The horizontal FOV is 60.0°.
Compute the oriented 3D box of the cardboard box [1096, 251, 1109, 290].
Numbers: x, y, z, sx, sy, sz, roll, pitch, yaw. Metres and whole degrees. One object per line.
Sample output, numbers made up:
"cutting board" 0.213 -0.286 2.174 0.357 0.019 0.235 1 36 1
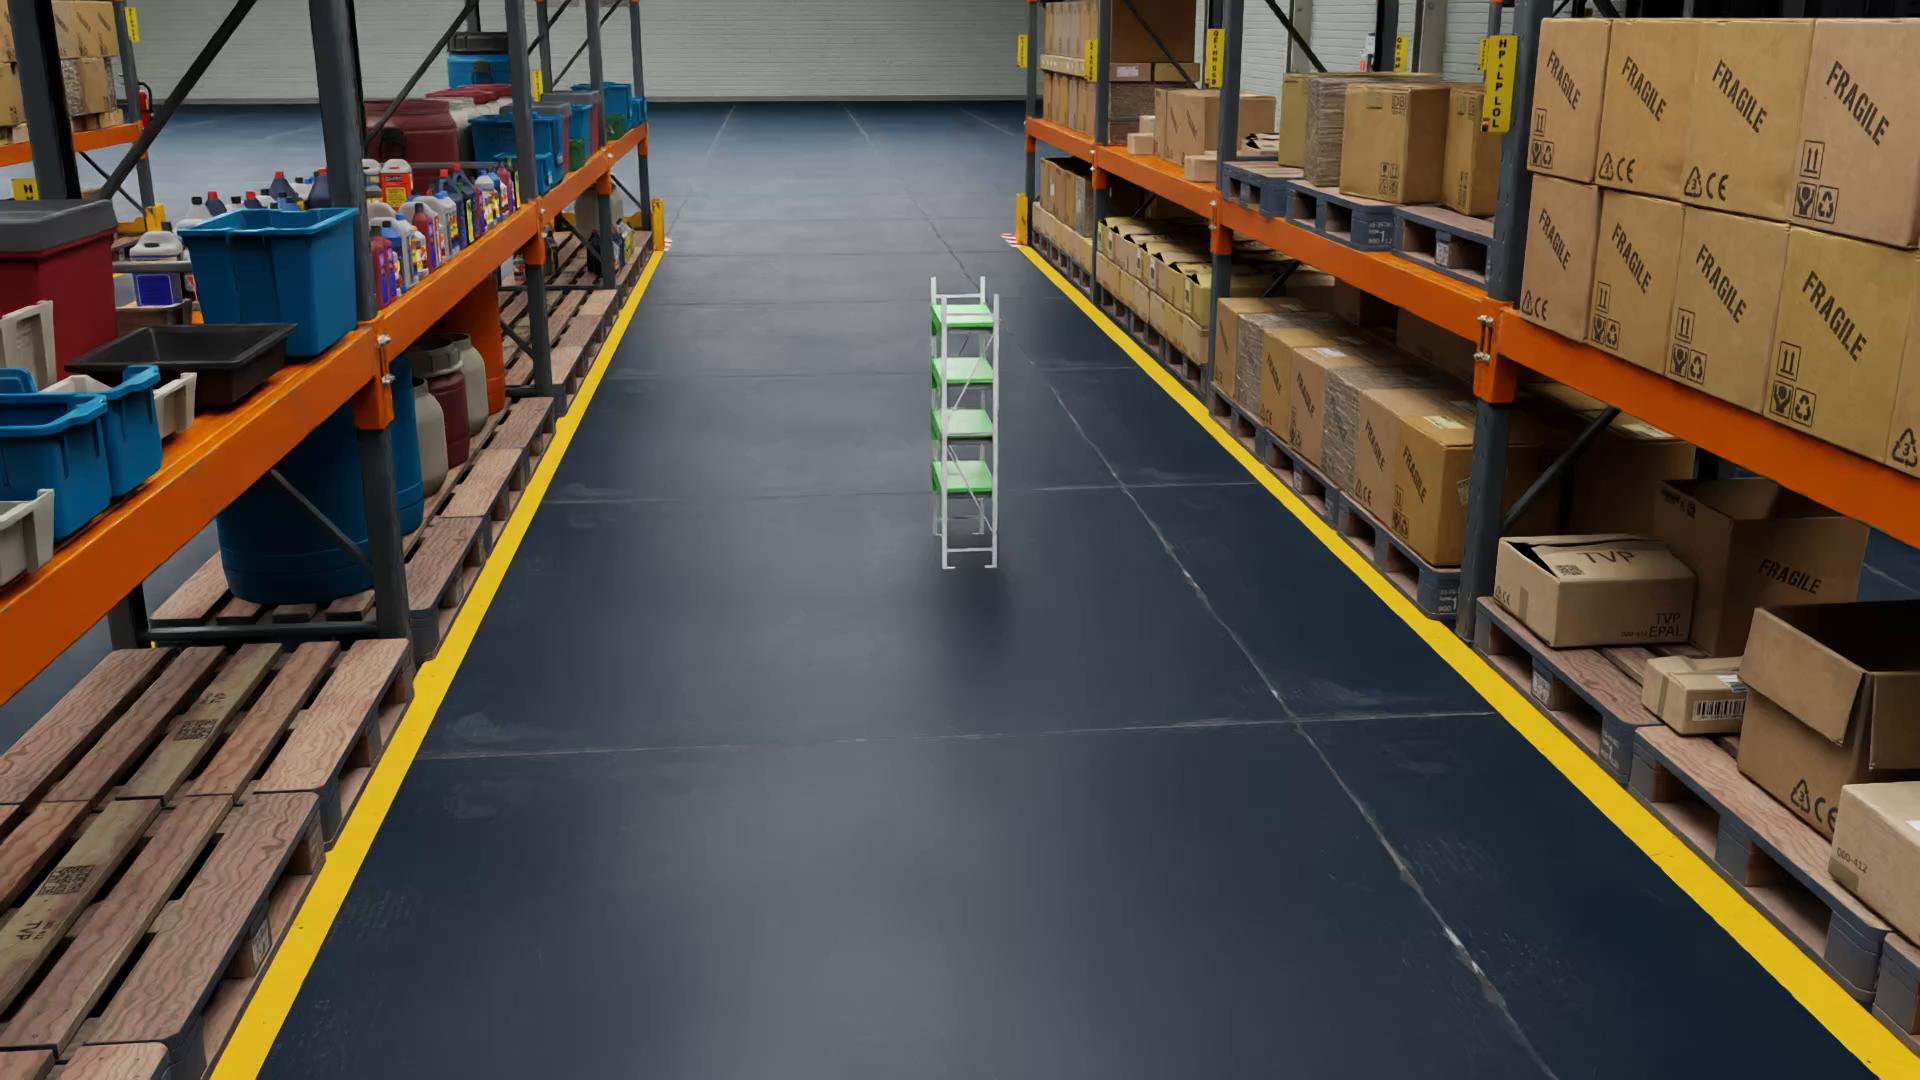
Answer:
"cardboard box" 1.407 -2.203 13.577 0.500 0.250 0.500 -2 18 -7

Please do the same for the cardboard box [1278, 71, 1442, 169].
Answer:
"cardboard box" 2.201 -2.315 9.175 0.700 0.500 0.500 -8 19 -24

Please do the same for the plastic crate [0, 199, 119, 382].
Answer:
"plastic crate" -2.648 -0.693 4.669 0.402 0.464 0.583 -2 18 -6

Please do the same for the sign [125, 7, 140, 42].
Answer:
"sign" -8.100 -5.044 16.275 0.100 0.325 0.005 -2 18 -6

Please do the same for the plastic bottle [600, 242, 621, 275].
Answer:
"plastic bottle" -2.973 -2.405 14.143 0.152 0.276 0.135 -1 17 -4

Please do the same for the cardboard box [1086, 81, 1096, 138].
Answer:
"cardboard box" 1.499 -3.779 14.541 0.700 0.500 0.500 -2 18 -6

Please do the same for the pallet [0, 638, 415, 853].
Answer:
"pallet" -2.376 0.641 5.283 1.003 0.211 1.213 -2 18 -6

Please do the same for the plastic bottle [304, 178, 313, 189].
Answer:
"plastic bottle" -3.100 -1.588 7.943 0.097 0.271 0.097 0 17 0

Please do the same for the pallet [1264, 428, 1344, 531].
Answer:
"pallet" 2.186 -0.334 8.390 1.003 0.211 1.213 -2 18 -6

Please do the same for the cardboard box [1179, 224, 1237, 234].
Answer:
"cardboard box" 1.999 -2.332 13.051 0.500 0.311 0.500 -1 17 -4

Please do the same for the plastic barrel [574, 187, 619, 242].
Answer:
"plastic barrel" -3.532 -3.153 16.164 0.421 0.512 0.421 0 17 0

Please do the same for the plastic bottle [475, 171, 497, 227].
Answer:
"plastic bottle" -2.379 -1.711 8.333 0.097 0.271 0.097 0 17 0

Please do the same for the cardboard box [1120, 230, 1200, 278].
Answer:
"cardboard box" 1.508 -2.165 12.517 0.500 0.311 0.500 -2 18 -7

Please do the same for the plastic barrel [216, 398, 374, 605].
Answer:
"plastic barrel" -2.530 -0.269 6.329 0.600 0.901 0.708 -2 18 -6

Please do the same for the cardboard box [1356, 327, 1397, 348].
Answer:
"cardboard box" 2.407 -0.843 8.792 0.500 0.500 0.500 -2 18 -8

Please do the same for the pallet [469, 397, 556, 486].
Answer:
"pallet" -2.780 -0.535 9.029 1.003 0.211 1.213 -2 18 -6

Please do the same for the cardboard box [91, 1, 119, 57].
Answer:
"cardboard box" -8.352 -4.840 15.753 0.500 0.500 0.500 -2 18 -6

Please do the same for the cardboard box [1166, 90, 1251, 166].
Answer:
"cardboard box" 1.781 -2.955 11.915 0.500 0.500 0.500 -2 18 -6

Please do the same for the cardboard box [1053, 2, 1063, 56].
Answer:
"cardboard box" 1.300 -4.989 16.229 0.700 0.500 0.500 -2 18 -7

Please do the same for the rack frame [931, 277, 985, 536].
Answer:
"rack frame" -0.008 -0.596 7.572 0.240 1.200 0.015 -2 18 -6

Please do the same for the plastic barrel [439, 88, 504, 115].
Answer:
"plastic barrel" -3.359 -2.845 11.505 0.433 0.535 0.433 0 17 0

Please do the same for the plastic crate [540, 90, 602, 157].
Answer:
"plastic crate" -2.961 -3.187 12.712 0.402 0.464 0.583 -2 18 -6

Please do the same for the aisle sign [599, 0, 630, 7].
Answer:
"aisle sign" -3.440 -5.754 16.656 0.394 0.787 0.004 -2 18 -6

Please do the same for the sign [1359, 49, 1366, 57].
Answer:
"sign" 6.260 -7.568 25.831 0.001 0.109 0.331 -2 18 -6

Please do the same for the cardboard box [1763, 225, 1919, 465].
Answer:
"cardboard box" 2.378 -0.494 4.075 0.500 0.500 0.500 -2 18 -6

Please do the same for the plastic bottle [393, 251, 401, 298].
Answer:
"plastic bottle" -2.148 -1.009 6.214 0.097 0.201 0.097 0 17 0

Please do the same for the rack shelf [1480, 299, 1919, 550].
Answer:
"rack shelf" 2.643 -0.120 4.253 1.077 0.370 4.000 -2 18 -6

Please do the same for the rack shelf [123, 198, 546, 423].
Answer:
"rack shelf" -2.697 -1.160 7.565 1.077 0.370 4.000 -2 18 -6

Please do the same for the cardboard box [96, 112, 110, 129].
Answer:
"cardboard box" -8.318 -3.984 15.778 0.380 0.149 0.250 -2 18 -6

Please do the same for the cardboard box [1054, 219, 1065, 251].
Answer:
"cardboard box" 1.186 -2.909 15.826 0.500 0.250 0.500 -2 18 -6

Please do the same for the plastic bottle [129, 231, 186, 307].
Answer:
"plastic bottle" -2.853 -0.956 5.920 0.152 0.276 0.135 -2 18 -6

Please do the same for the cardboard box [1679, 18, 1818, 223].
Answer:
"cardboard box" 2.312 -1.128 4.426 0.500 0.500 0.500 -2 18 -7

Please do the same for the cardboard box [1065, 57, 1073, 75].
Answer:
"cardboard box" 1.183 -4.410 15.467 0.380 0.149 0.250 -2 18 -5

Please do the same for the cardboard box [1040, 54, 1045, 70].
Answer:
"cardboard box" 1.026 -4.868 16.926 0.380 0.149 0.250 -2 18 -6

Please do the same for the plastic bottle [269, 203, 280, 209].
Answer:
"plastic bottle" -2.834 -1.262 6.904 0.097 0.271 0.097 0 17 0

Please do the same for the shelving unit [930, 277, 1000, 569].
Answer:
"shelving unit" 0.017 -0.523 7.340 0.258 1.200 0.503 -2 18 -6

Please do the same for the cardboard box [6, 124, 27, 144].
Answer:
"cardboard box" -8.051 -3.390 13.886 0.380 0.149 0.250 -2 18 -6

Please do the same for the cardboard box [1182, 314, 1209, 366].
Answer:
"cardboard box" 1.728 -1.289 10.664 0.500 0.250 0.500 -1 17 -4

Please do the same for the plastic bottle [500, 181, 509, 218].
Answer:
"plastic bottle" -2.419 -1.793 8.713 0.097 0.201 0.097 0 17 0

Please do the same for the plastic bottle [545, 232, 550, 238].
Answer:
"plastic bottle" -3.622 -2.552 14.598 0.061 0.283 0.133 -2 18 -6

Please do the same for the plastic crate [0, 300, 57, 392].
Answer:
"plastic crate" -2.516 -0.419 4.101 0.437 0.282 0.530 -2 18 -6

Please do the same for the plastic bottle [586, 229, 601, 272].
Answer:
"plastic bottle" -3.129 -2.486 14.275 0.144 0.351 0.185 -2 18 -6

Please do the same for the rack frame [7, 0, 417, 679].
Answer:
"rack frame" -2.490 -0.907 5.560 1.000 3.000 0.127 -2 18 -6

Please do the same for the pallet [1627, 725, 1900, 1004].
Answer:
"pallet" 2.636 0.840 4.649 1.003 0.211 1.213 -2 18 -6

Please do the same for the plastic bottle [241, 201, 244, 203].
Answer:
"plastic bottle" -2.956 -1.255 6.873 0.152 0.276 0.135 -2 18 -6

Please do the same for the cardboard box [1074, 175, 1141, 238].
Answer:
"cardboard box" 1.307 -2.970 14.766 0.500 0.500 0.500 -2 18 -6

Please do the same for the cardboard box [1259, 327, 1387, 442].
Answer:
"cardboard box" 1.893 -0.818 8.715 0.500 0.500 0.500 -2 18 -6

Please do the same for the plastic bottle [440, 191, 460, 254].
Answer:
"plastic bottle" -2.273 -1.405 7.359 0.097 0.271 0.097 0 17 0

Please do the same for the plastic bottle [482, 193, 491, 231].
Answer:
"plastic bottle" -2.359 -1.619 8.159 0.097 0.201 0.097 0 17 0

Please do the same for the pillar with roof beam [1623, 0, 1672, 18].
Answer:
"pillar with roof beam" 2.777 -7.336 16.021 9.100 9.000 0.400 -2 18 -6

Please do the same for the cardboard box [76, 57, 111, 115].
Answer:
"cardboard box" -8.454 -4.209 15.413 0.875 0.500 0.500 -2 18 -6

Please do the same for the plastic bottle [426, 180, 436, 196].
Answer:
"plastic bottle" -2.443 -1.536 7.757 0.061 0.283 0.133 -2 18 -6

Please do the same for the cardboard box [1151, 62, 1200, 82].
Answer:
"cardboard box" 1.777 -3.886 13.797 0.380 0.149 0.250 -2 18 -6

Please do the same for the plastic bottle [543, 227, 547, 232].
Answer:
"plastic bottle" -3.816 -2.739 15.214 0.097 0.271 0.097 0 17 0

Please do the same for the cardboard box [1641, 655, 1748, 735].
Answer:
"cardboard box" 2.364 0.472 5.162 0.380 0.166 0.250 -2 18 -6

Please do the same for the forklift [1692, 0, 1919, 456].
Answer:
"forklift" 4.953 -2.141 9.603 3.031 2.935 1.130 -9 19 -25

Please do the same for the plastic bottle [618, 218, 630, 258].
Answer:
"plastic bottle" -3.069 -2.729 15.048 0.144 0.351 0.185 -1 17 -3

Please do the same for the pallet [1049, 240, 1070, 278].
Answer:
"pallet" 1.442 -2.715 15.972 1.003 0.211 1.213 -2 18 -6
